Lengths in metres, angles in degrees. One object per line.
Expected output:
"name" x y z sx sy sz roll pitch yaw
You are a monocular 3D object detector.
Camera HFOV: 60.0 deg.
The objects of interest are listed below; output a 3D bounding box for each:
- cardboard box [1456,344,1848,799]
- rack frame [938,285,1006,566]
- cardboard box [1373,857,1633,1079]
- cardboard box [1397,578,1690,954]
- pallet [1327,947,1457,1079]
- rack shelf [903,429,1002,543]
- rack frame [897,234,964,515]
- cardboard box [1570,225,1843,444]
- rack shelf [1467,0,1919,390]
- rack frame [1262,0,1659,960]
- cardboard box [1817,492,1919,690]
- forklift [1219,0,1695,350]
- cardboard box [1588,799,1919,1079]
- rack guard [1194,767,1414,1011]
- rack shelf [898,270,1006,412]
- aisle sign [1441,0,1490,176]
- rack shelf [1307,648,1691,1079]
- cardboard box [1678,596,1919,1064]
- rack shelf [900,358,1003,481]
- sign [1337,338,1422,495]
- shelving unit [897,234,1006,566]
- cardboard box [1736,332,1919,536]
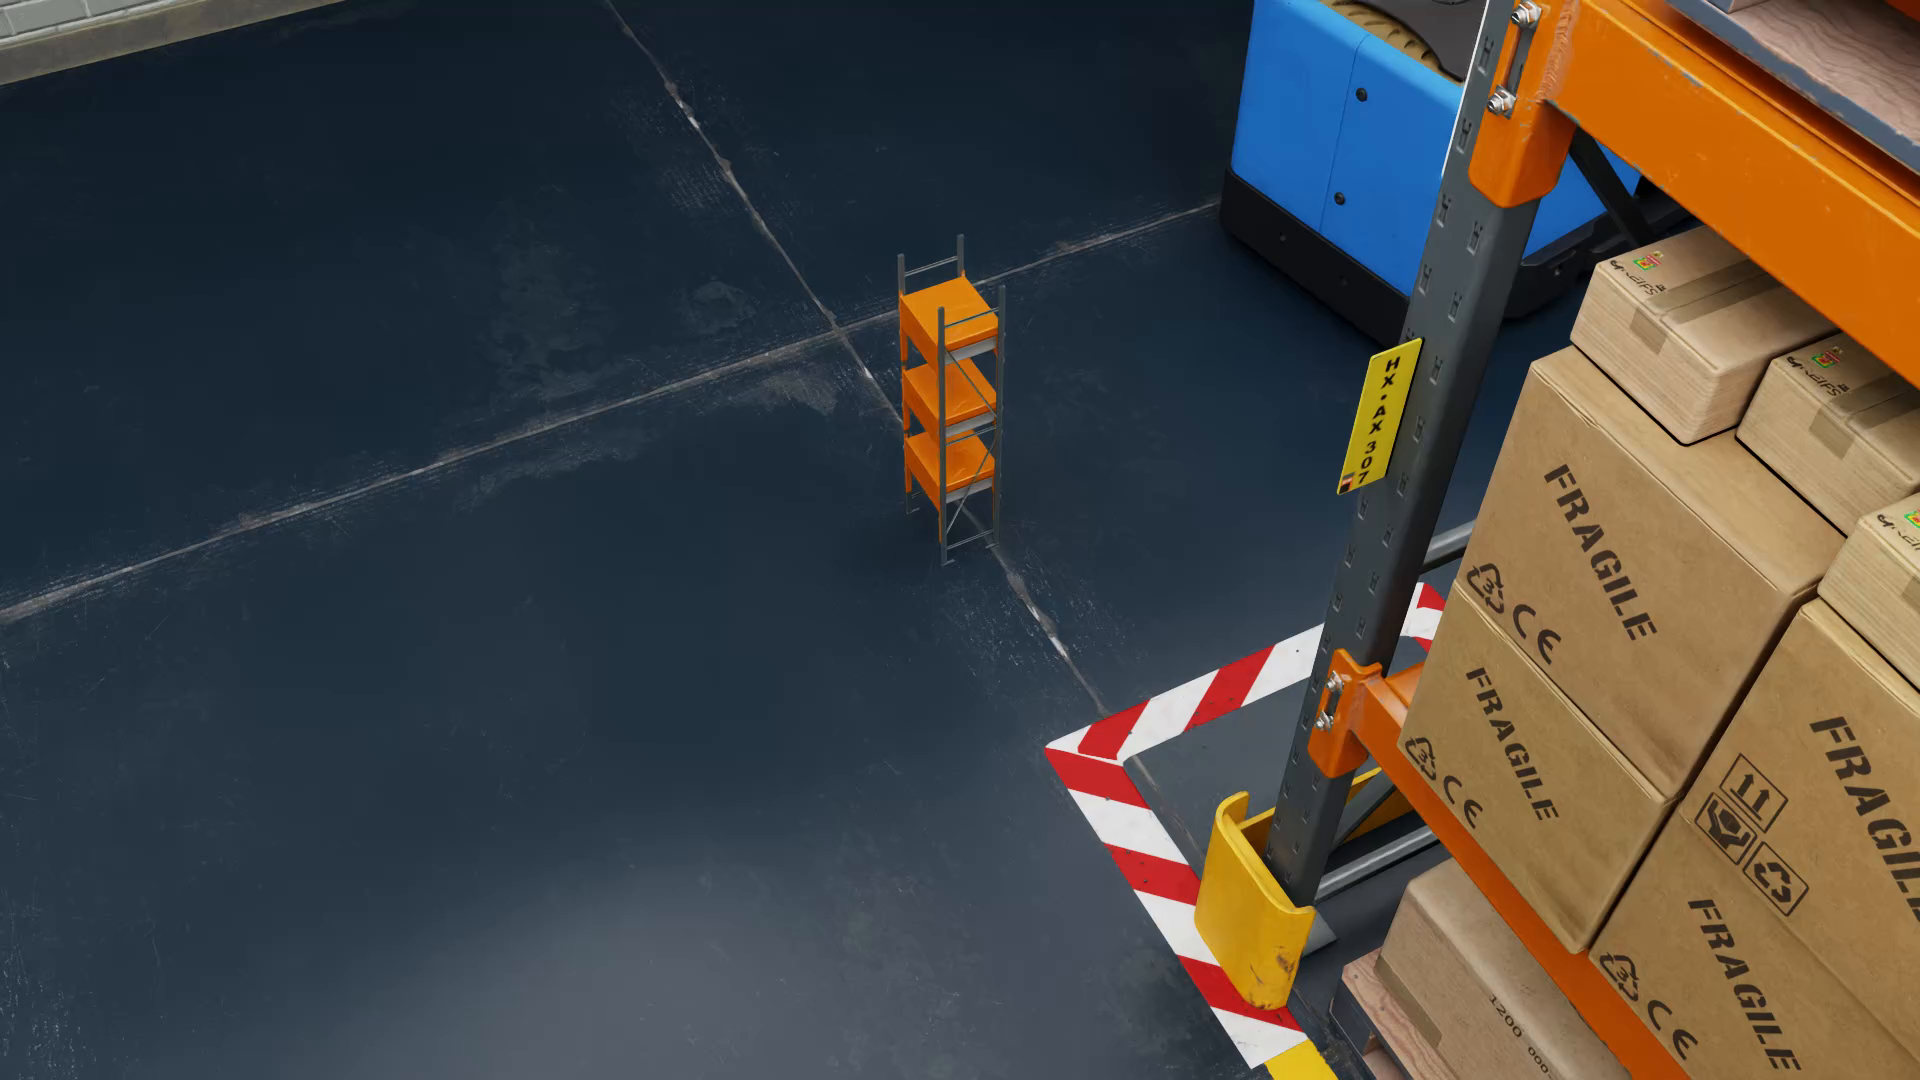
"cardboard box" 1.168 -0.022 2.546 0.500 0.500 0.500 -22 52 -18
"rack frame" 0.031 -0.300 4.815 0.200 1.050 0.008 -21 52 -18
"cardboard box" 1.593 1.033 3.777 0.875 0.438 0.875 -23 53 -19
"cardboard box" 1.166 0.308 2.922 0.500 0.500 0.500 -22 52 -18
"pallet" 1.637 1.347 3.932 1.003 0.211 1.213 -21 52 -18
"rack shelf" -0.024 -0.191 5.103 0.215 0.259 0.240 -21 52 -18
"rack frame" -0.080 -0.463 4.958 0.200 1.050 0.008 -21 52 -18
"cardboard box" 1.118 -0.322 2.377 0.380 0.149 0.250 -20 52 -17
"rack shelf" 2.117 0.508 1.298 1.077 0.370 4.000 -21 52 -18
"rack frame" 1.202 -0.080 3.327 1.000 3.000 0.127 -21 52 -18
"cardboard box" 1.318 0.042 2.059 0.380 0.149 0.250 -20 52 -16
"forklift" 2.452 -2.495 5.485 3.031 2.935 1.130 -29 55 -23
"cardboard box" 1.423 0.637 2.634 0.500 0.500 0.500 -22 52 -18
"rack guard" 1.191 0.727 4.282 1.175 0.500 0.348 -21 52 -18
"rack shelf" -0.024 -0.561 4.681 0.215 0.259 0.240 -21 52 -18
"aisle sign" 0.911 -0.884 2.303 0.394 0.787 0.004 -21 52 -18
"rack shelf" 2.117 1.496 2.427 1.077 0.370 4.000 -21 52 -18
"cardboard box" 1.411 0.321 2.246 0.500 0.500 0.500 -22 53 -18
"rack shelf" -0.024 -0.374 4.894 0.215 0.259 0.240 -21 52 -18
"sign" 0.706 -0.203 2.807 0.100 0.325 0.005 -21 52 -18
"shelving unit" -0.024 -0.381 4.886 0.215 1.050 0.252 -21 52 -18
"cardboard box" 1.302 -0.171 2.245 0.380 0.149 0.250 -20 52 -17
